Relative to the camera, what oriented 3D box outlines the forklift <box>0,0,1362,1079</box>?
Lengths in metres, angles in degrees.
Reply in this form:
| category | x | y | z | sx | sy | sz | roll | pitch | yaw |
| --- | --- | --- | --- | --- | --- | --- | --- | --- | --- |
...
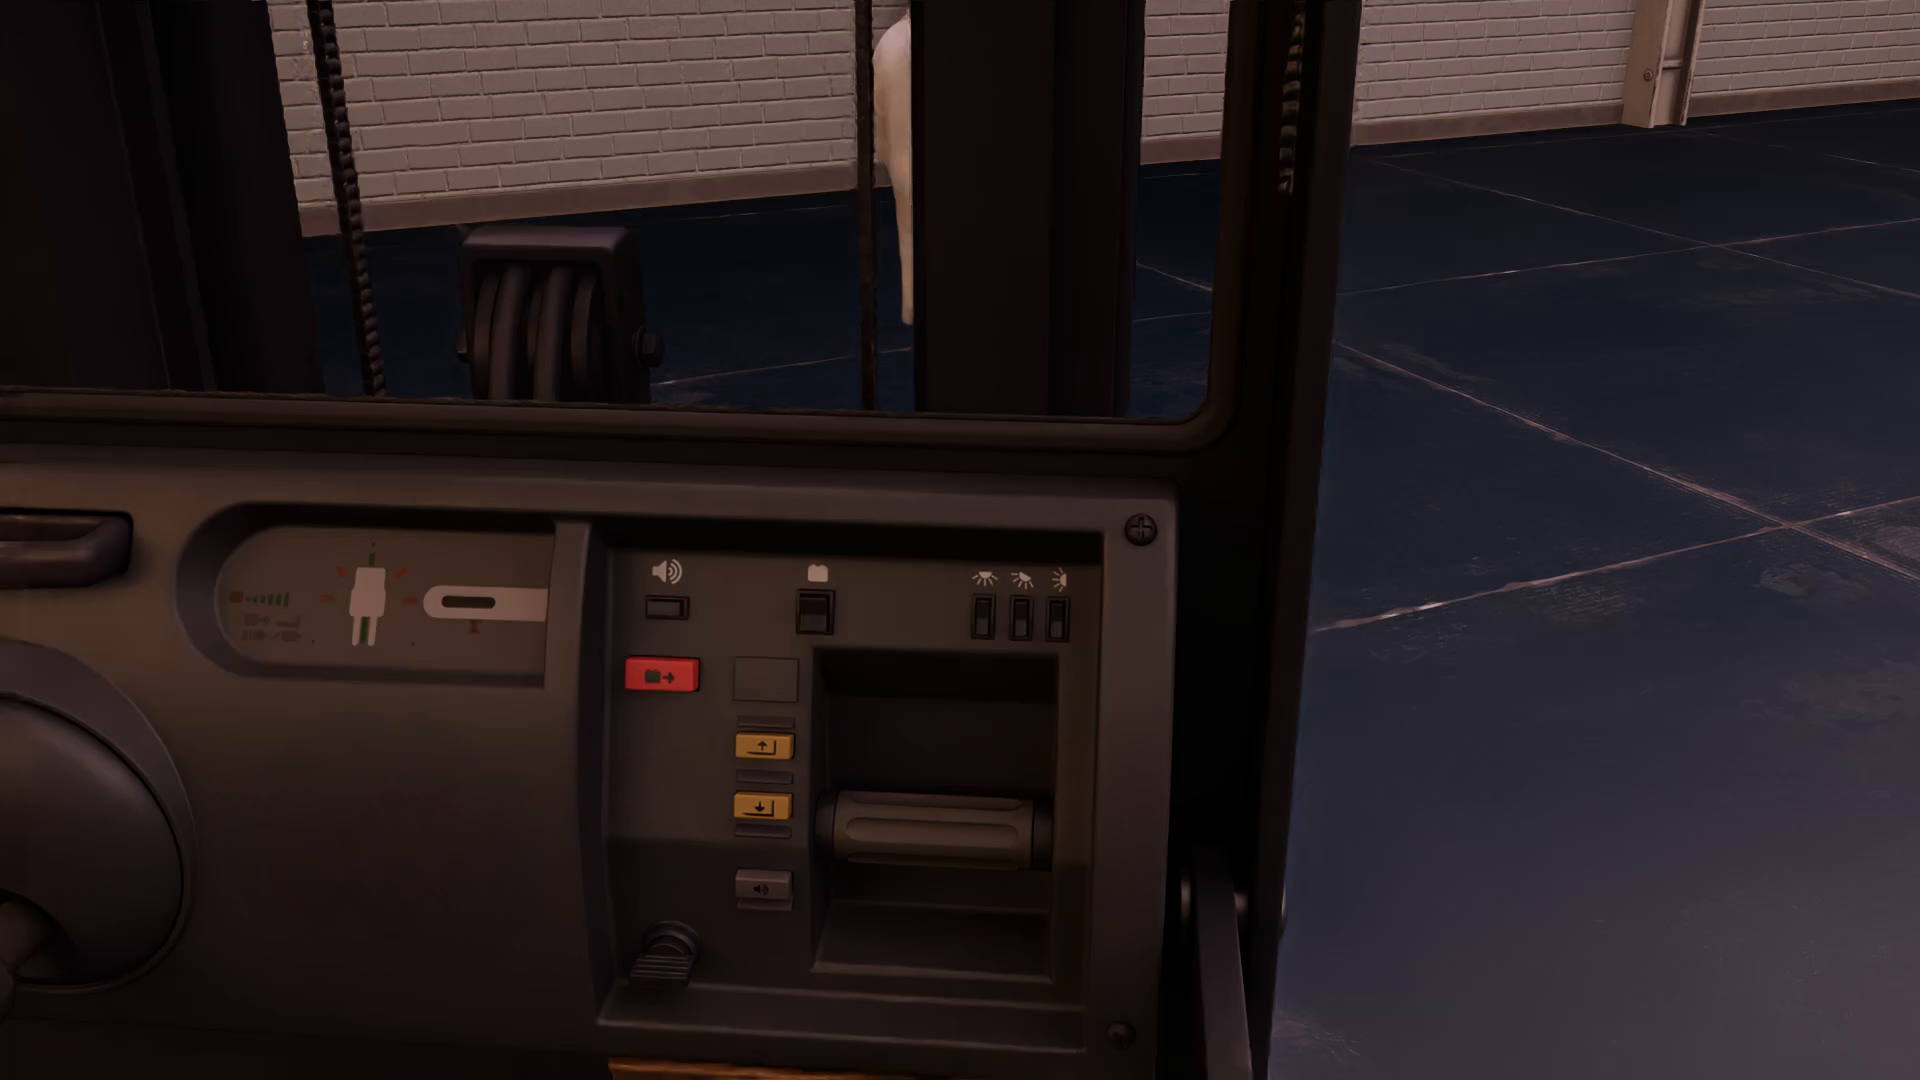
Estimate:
| category | x | y | z | sx | sy | sz | roll | pitch | yaw |
| --- | --- | --- | --- | --- | --- | --- | --- | --- | --- |
| forklift | -0.347 | 0.166 | 0.885 | 1.130 | 2.935 | 3.031 | 2 | 23 | 5 |

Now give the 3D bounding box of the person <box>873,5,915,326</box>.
| category | x | y | z | sx | sy | sz | roll | pitch | yaw |
| --- | --- | --- | --- | --- | --- | --- | --- | --- | --- |
| person | 0.084 | -0.842 | 4.795 | 0.578 | 1.778 | 0.698 | -10 | 25 | -23 |
